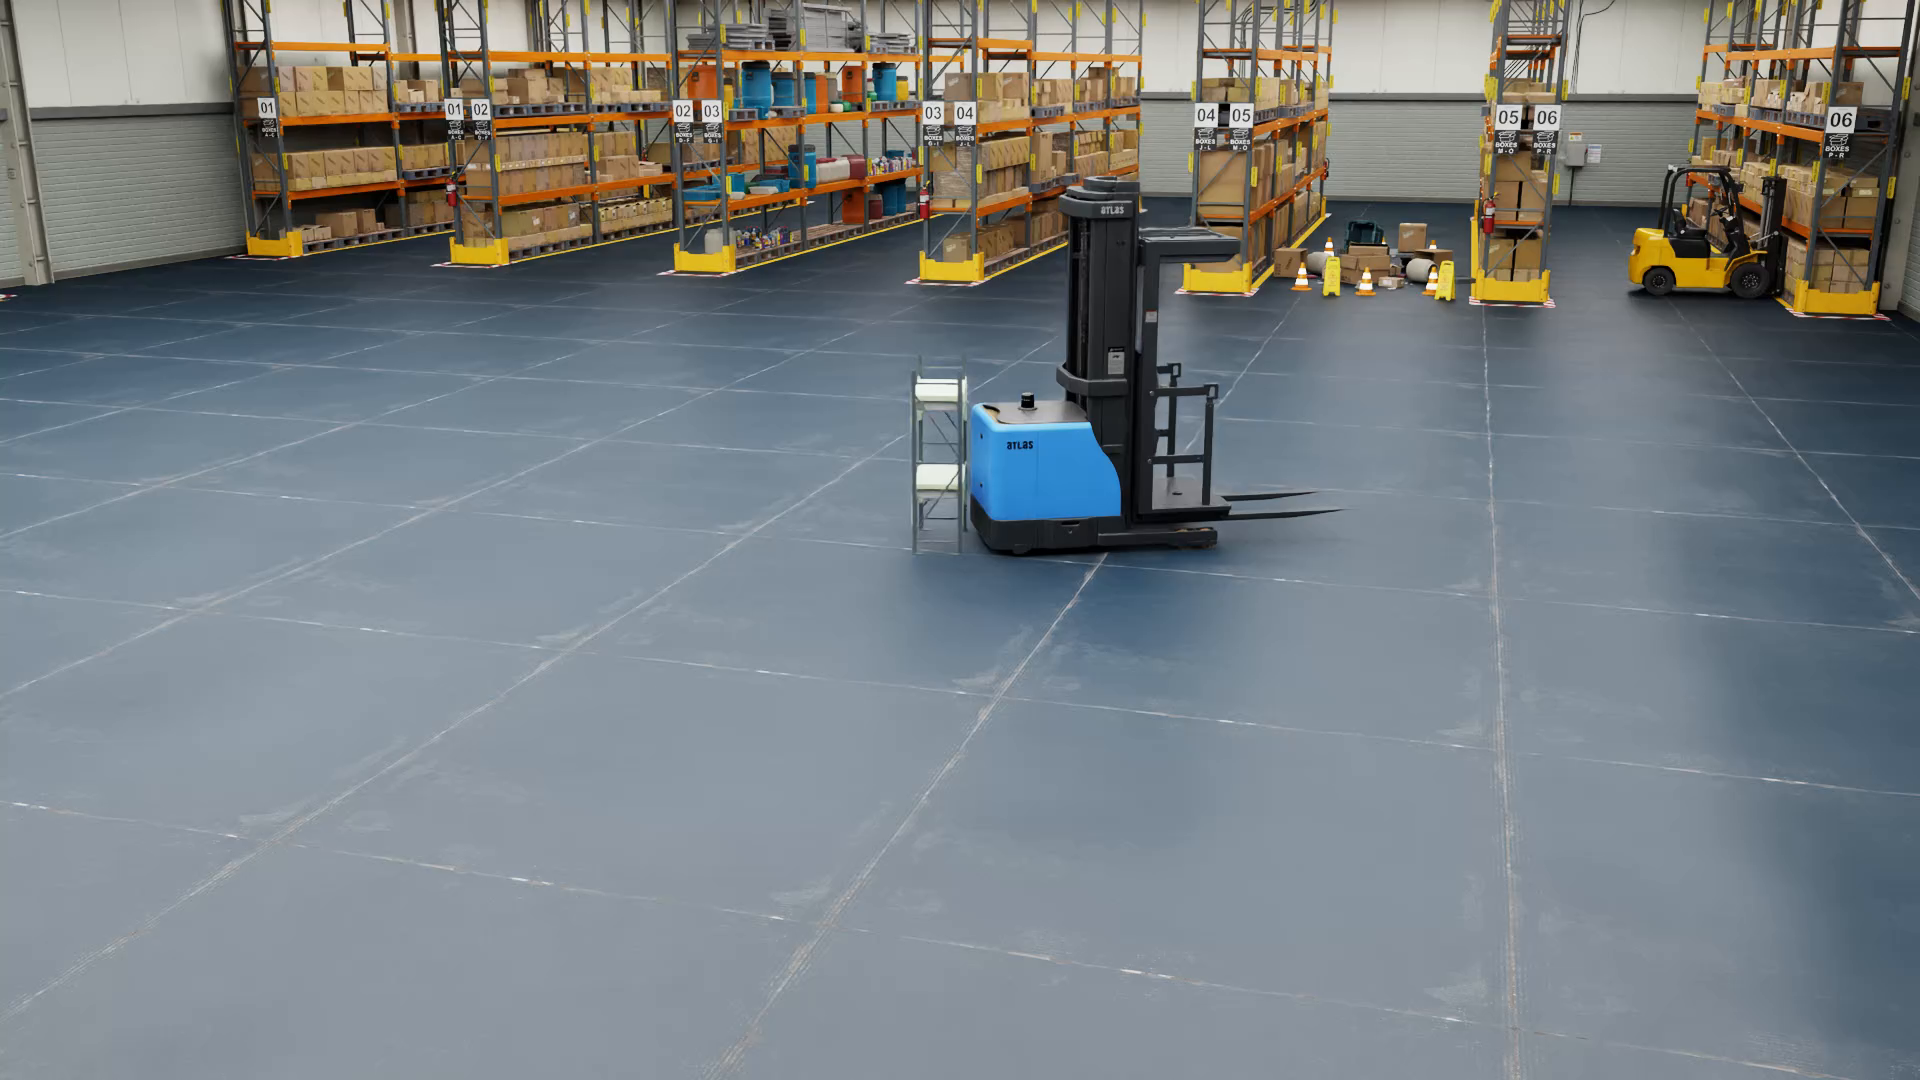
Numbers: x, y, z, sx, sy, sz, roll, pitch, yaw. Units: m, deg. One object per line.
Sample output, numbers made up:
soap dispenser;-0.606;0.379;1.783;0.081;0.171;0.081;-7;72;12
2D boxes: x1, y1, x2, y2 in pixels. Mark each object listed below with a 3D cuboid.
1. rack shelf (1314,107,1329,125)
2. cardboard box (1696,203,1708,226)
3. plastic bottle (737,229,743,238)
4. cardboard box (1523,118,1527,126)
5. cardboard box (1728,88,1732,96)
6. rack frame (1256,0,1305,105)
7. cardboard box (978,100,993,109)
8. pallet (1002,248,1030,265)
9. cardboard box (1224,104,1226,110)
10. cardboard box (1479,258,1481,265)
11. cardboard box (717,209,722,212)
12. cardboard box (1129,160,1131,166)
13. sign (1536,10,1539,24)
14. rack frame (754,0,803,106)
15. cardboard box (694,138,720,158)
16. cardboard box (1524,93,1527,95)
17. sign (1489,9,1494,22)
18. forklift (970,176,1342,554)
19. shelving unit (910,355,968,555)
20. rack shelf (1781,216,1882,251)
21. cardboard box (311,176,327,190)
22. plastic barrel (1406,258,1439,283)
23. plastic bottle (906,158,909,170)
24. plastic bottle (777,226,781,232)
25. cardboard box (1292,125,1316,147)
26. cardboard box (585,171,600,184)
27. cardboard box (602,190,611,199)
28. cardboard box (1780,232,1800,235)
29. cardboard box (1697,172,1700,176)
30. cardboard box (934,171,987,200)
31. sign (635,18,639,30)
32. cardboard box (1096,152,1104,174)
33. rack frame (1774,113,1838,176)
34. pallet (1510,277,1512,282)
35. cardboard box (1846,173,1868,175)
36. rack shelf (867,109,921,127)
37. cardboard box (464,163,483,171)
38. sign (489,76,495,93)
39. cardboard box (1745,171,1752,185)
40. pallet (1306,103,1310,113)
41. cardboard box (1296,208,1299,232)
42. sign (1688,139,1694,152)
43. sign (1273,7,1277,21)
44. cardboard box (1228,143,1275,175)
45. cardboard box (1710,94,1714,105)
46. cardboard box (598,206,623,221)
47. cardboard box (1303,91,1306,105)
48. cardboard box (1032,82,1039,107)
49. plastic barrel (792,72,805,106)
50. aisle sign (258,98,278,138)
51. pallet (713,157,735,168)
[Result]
rack shelf;8.528;-10.624;41.611;1.077;0.370;4.000;5;16;16
cardboard box;17.791;-7.664;39.164;0.700;0.500;0.500;4;16;14
plastic bottle;-4.591;-6.304;34.606;0.144;0.351;0.185;4;16;15
cardboard box;10.133;-7.373;29.289;0.380;0.149;0.250;4;16;15
cardboard box;16.689;-9.592;35.615;0.380;0.149;0.250;5;17;16
rack frame;6.823;-10.844;35.570;1.000;3.000;0.127;5;16;16
cardboard box;0.389;-8.094;30.917;0.380;0.149;0.250;5;17;18
pallet;0.803;-5.802;33.899;1.003;0.211;1.213;5;16;16
cardboard box;4.536;-7.750;29.665;0.380;0.149;0.250;5;17;16
cardboard box;9.894;-5.159;30.791;0.500;0.250;0.500;6;17;19
cardboard box;-6.421;-8.782;43.070;0.500;0.500;0.500;5;17;17
cardboard box;4.296;-9.955;43.890;0.380;0.149;0.250;4;16;15
sign;14.387;-13.021;41.389;0.100;0.325;0.005;5;16;16
rack frame;-3.789;-10.593;34.683;1.000;3.000;0.127;5;16;16
cardboard box;-6.613;-10.328;43.792;0.700;0.500;0.500;-1;16;-3
cardboard box;10.420;-8.025;30.126;0.380;0.149;0.250;5;17;17
sign;13.341;-13.150;41.697;0.100;0.325;0.005;5;16;16
forklift;1.651;-1.468;13.635;3.031;2.935;1.130;-3;16;-10
shelving unit;-0.165;-0.702;13.557;0.431;1.500;0.755;1;16;3
rack shelf;14.653;-5.301;28.338;1.077;0.370;4.000;5;16;16
cardboard box;-13.847;-7.606;35.385;0.500;0.250;0.500;4;16;14
plastic barrel;8.460;-4.926;30.420;0.421;0.421;0.512;-10;19;-32
plastic bottle;-1.340;-9.551;42.219;0.061;0.283;0.133;5;16;16
plastic bottle;-3.834;-6.464;35.170;0.144;0.351;0.185;5;16;16
cardboard box;8.322;-9.776;40.237;0.500;0.500;0.500;5;17;17
cardboard box;-8.439;-8.152;37.346;0.500;0.250;0.500;6;17;19
cardboard box;-10.409;-10.020;47.471;0.700;0.500;0.500;5;17;17
cardboard box;14.628;-5.295;29.437;0.500;0.250;0.500;5;16;16
cardboard box;17.861;-8.791;39.785;0.380;0.149;0.250;4;16;14
cardboard box;0.006;-6.609;30.904;0.875;0.500;0.500;5;16;16
sign;-9.361;-14.942;48.161;0.100;0.325;0.005;5;16;16
cardboard box;3.215;-9.191;40.553;0.500;0.500;0.500;5;17;18
rack frame;15.221;-6.170;30.085;1.000;3.000;0.127;5;16;16
pallet;9.611;-4.395;28.939;1.003;0.211;1.213;5;16;16
cardboard box;14.857;-6.029;27.673;0.380;0.149;0.250;4;16;15
rack shelf;-2.084;-10.373;40.725;1.077;0.370;4.000;5;16;16
cardboard box;-9.748;-7.520;33.473;0.380;0.149;0.250;4;16;15
sign;-9.143;-8.902;32.474;0.100;0.325;0.005;5;16;16
cardboard box;15.854;-7.157;32.923;0.500;0.250;0.500;5;17;18
pallet;7.390;-9.932;38.196;1.213;0.211;1.003;5;16;16
cardboard box;7.408;-7.254;37.719;0.500;0.500;0.500;5;17;17
sign;18.111;-9.768;41.184;0.100;0.325;0.005;5;16;16
sign;7.445;-12.425;39.286;0.100;0.325;0.005;5;16;16
cardboard box;5.504;-7.256;31.661;0.875;0.550;0.550;5;16;16
cardboard box;17.686;-10.192;38.500;0.500;0.250;0.500;5;17;17
cardboard box;-8.034;-7.460;37.874;0.500;0.311;0.500;4;16;15
cardboard box;7.376;-9.709;36.882;0.500;0.500;0.500;5;16;16
cardboard box;1.188;-9.132;34.074;0.797;0.503;0.637;4;16;13
plastic barrel;-3.667;-9.712;36.156;0.600;0.901;0.600;0;16;0
aisle sign;-14.157;-8.637;34.018;0.394;0.787;0.004;5;16;16
pallet;-6.595;-9.891;43.558;1.003;0.211;1.213;5;16;16
